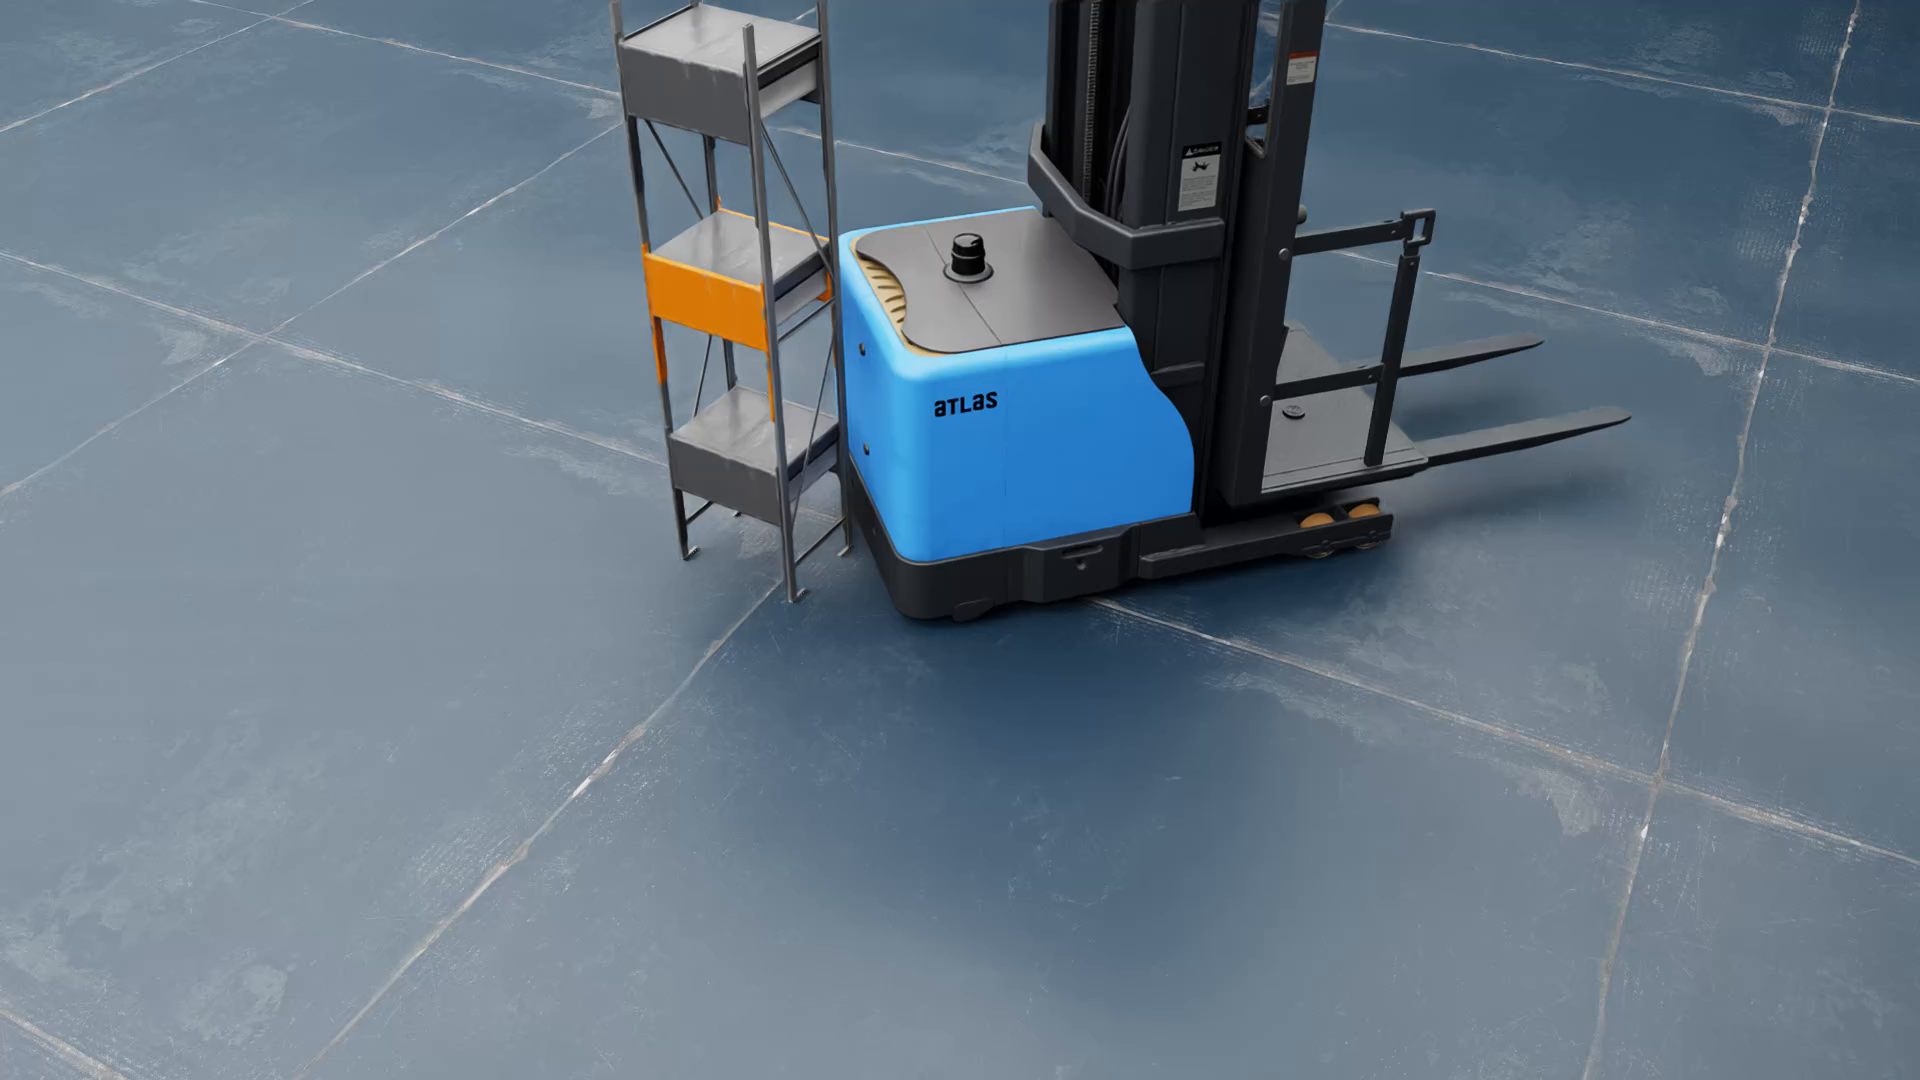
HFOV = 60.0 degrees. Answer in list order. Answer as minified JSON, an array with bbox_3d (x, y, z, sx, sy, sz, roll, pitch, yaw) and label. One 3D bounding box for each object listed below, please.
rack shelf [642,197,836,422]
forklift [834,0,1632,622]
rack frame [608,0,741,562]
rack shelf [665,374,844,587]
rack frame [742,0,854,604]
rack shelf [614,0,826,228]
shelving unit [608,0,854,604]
[{"bbox_3d":[-0.716,-0.776,5.558,0.480,0.518,0.431,20,41,24],"label":"rack shelf"},{"bbox_3d":[1.093,-1.394,5.663,3.031,2.935,1.130,-11,38,-14],"label":"forklift"},{"bbox_3d":[-0.926,-0.862,5.649,0.015,2.100,0.400,20,41,24],"label":"rack frame"},{"bbox_3d":[-0.716,-0.218,5.981,0.480,0.518,0.431,20,41,24],"label":"rack shelf"},{"bbox_3d":[-0.506,-0.712,5.451,0.015,2.100,0.400,20,41,24],"label":"rack frame"},{"bbox_3d":[-0.716,-1.333,5.135,0.480,0.518,0.431,20,41,24],"label":"rack shelf"},{"bbox_3d":[-0.716,-0.787,5.550,0.503,2.100,0.431,20,41,24],"label":"shelving unit"}]
